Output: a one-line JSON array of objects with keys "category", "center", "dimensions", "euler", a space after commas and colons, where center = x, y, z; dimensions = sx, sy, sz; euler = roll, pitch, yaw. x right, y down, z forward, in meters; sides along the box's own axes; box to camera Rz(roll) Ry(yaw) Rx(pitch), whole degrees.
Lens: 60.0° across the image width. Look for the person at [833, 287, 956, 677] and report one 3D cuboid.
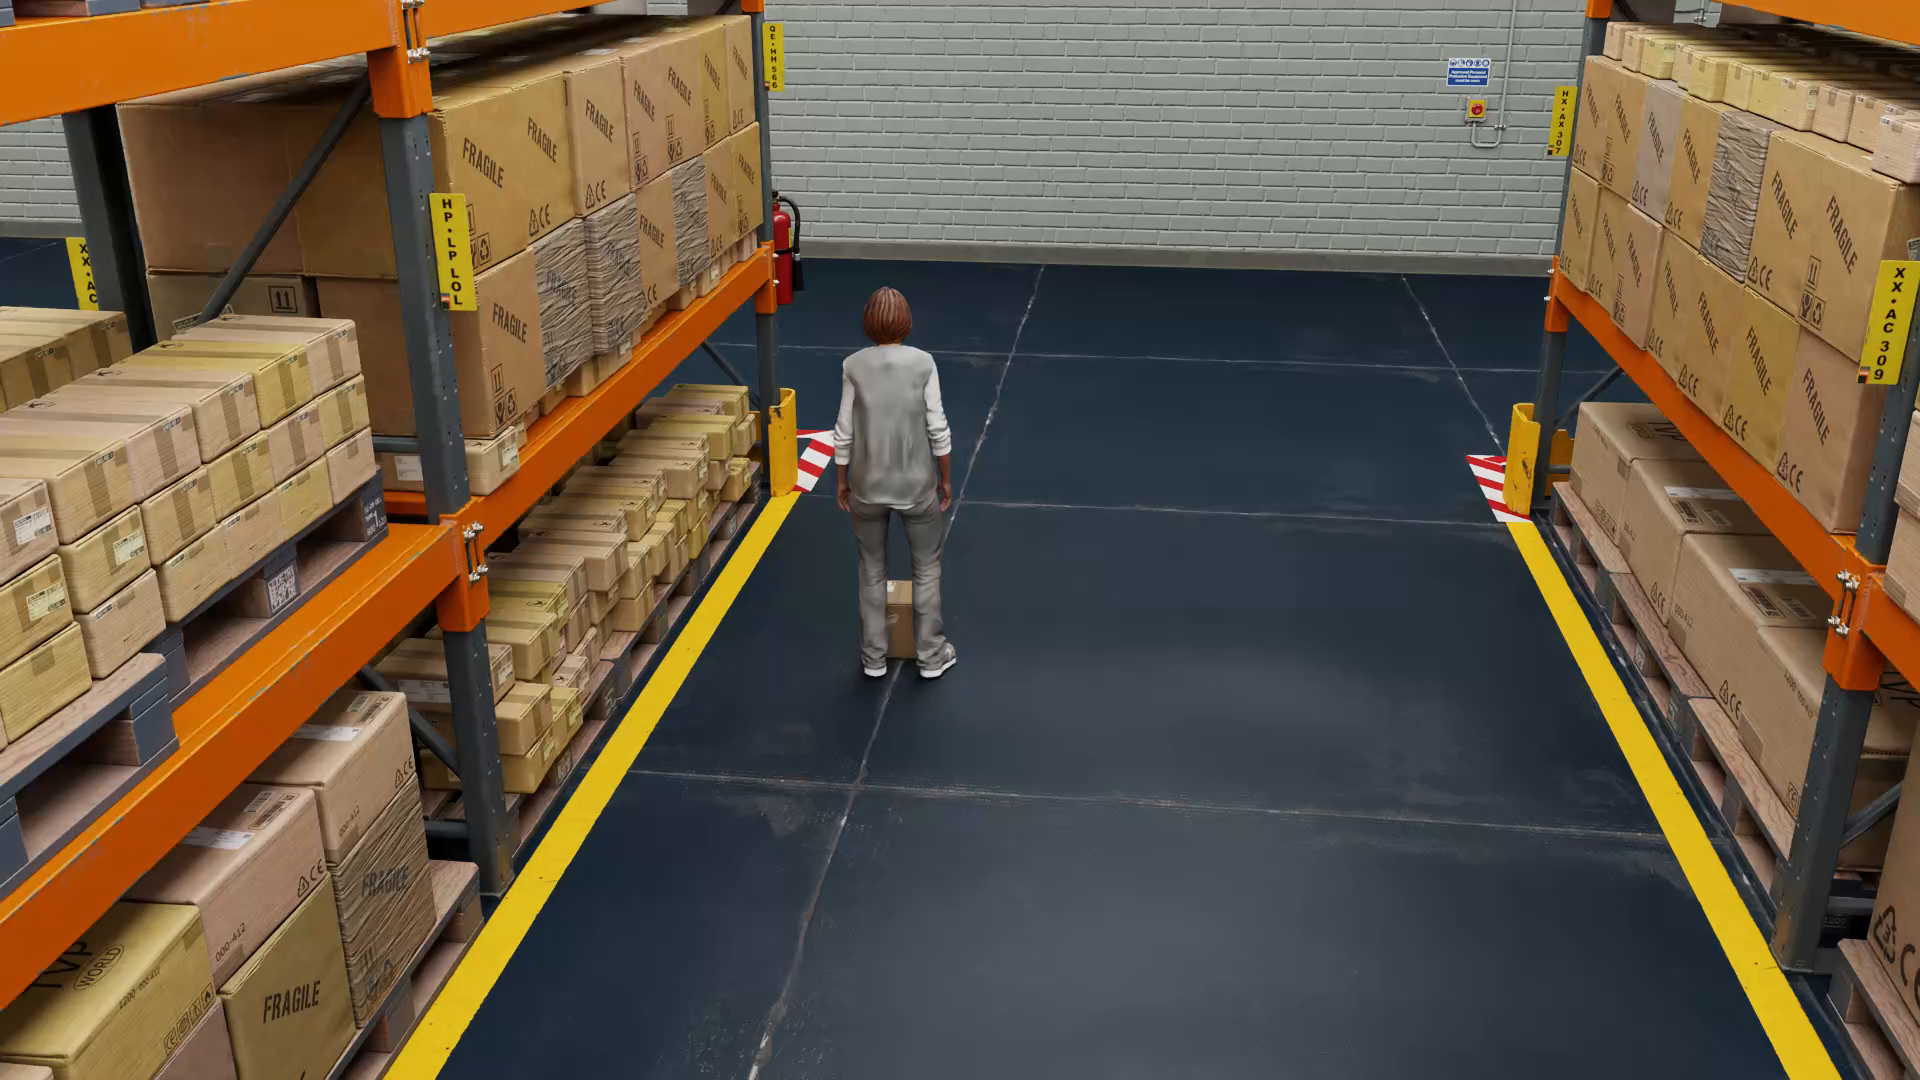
[{"category": "person", "center": [-0.260, -0.202, 6.612], "dimensions": [0.479, 1.593, 0.342], "euler": [1, 22, 3]}]
